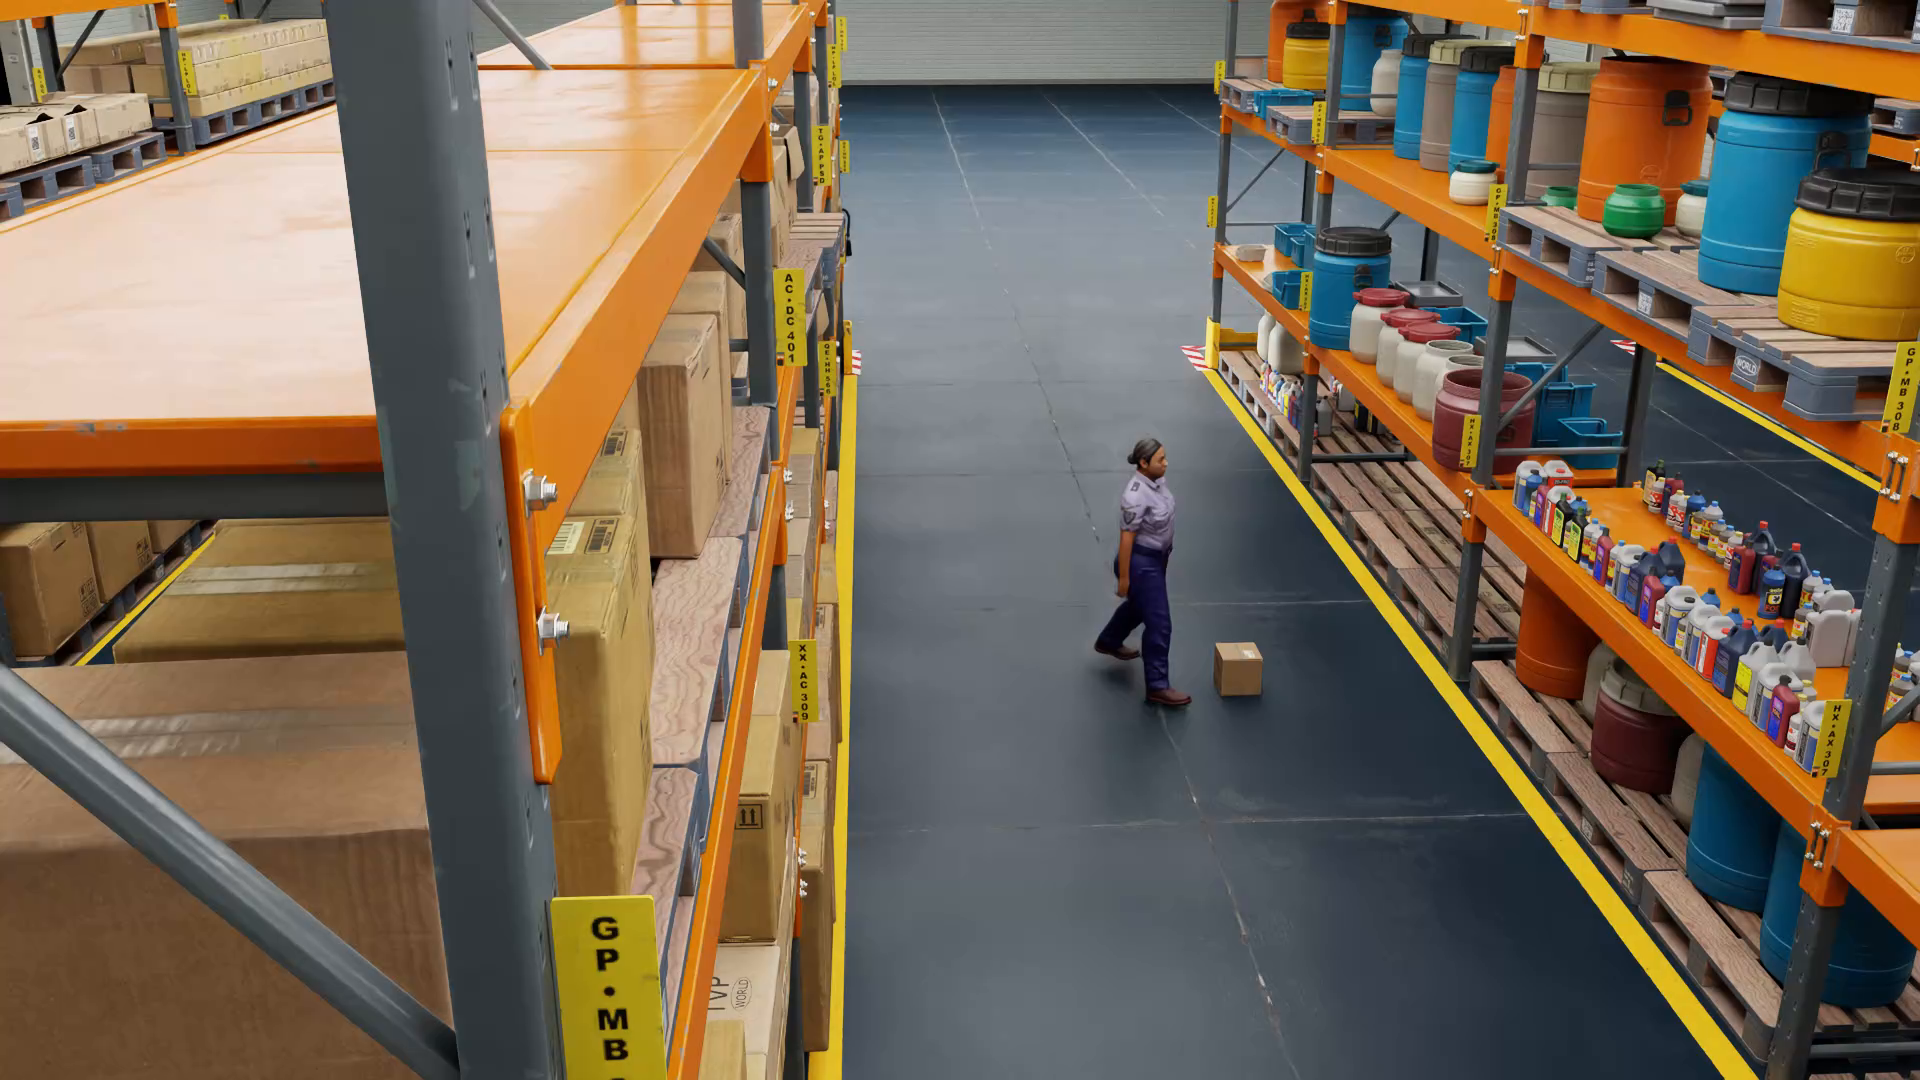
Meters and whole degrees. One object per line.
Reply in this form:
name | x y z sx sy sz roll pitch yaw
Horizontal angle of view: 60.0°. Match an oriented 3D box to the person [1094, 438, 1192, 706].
person | 1.156 0.138 10.251 0.756 1.603 0.630 8 22 20
